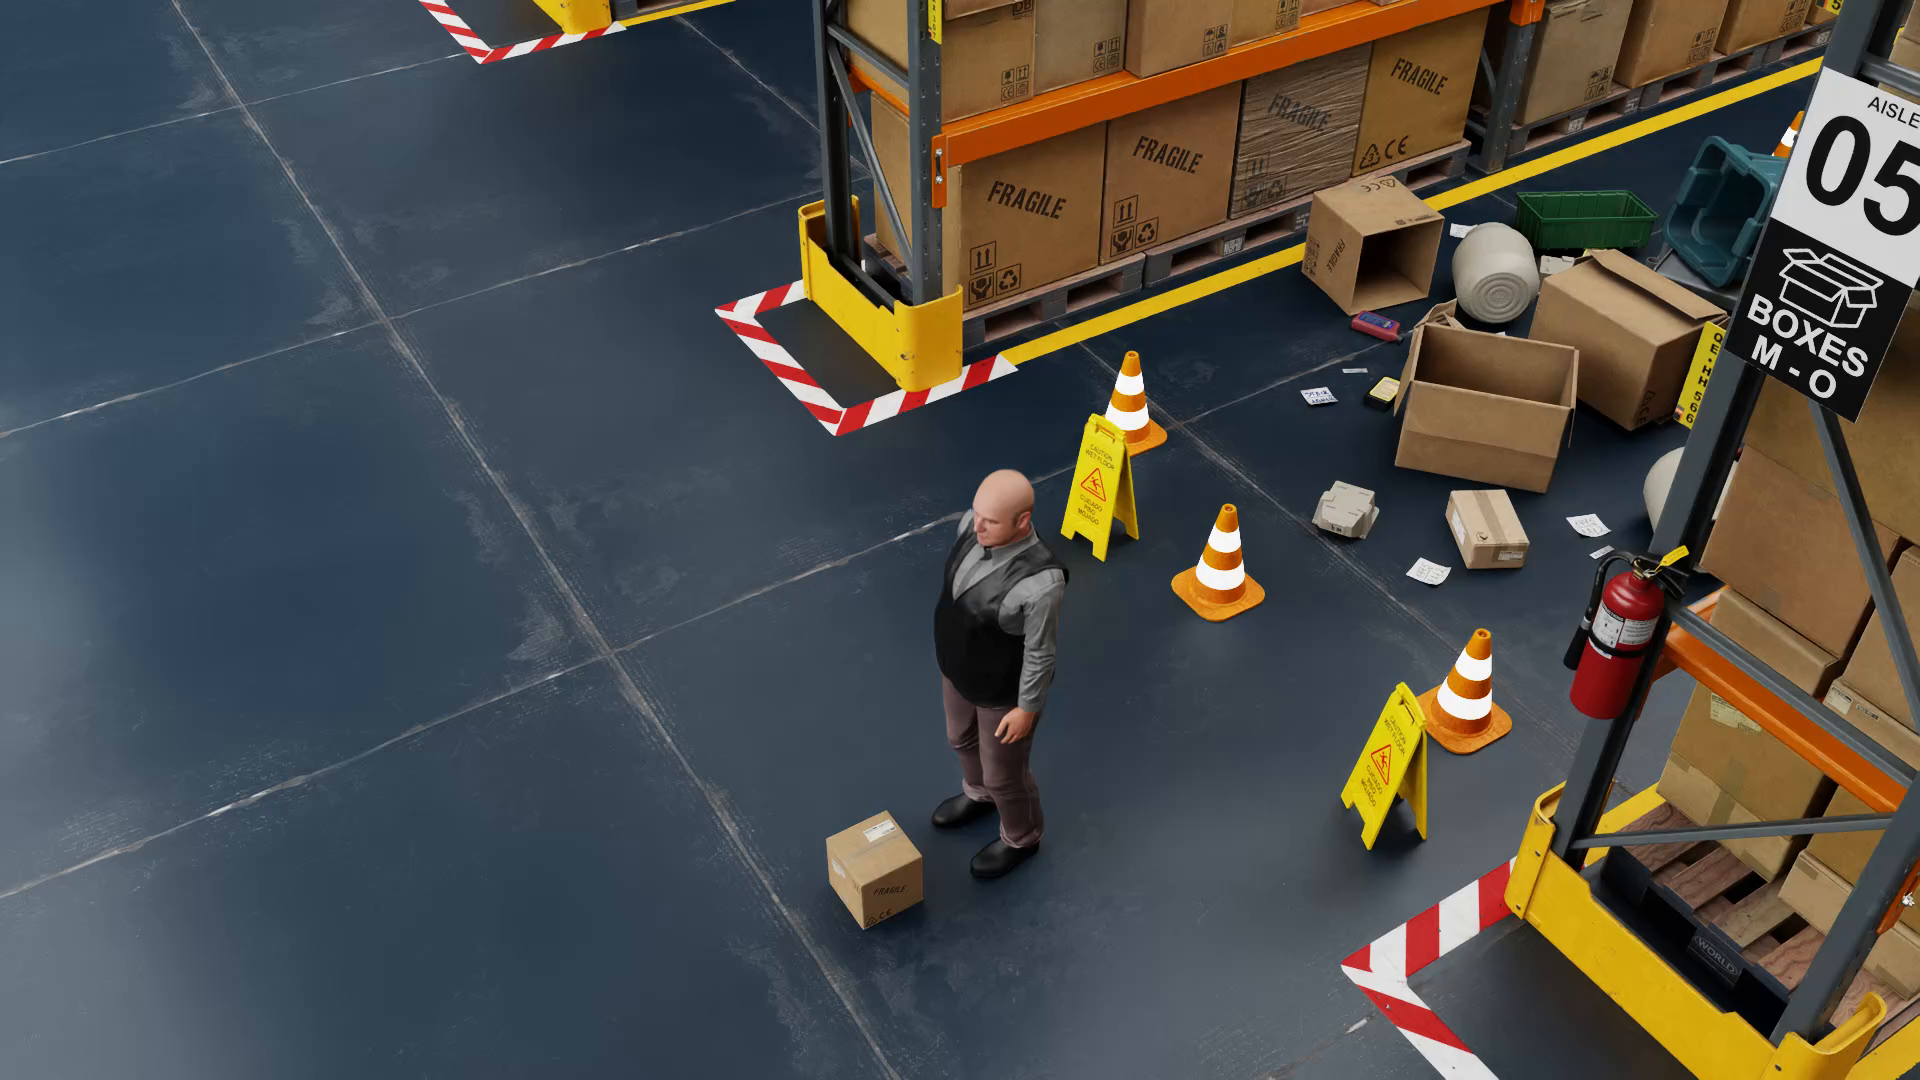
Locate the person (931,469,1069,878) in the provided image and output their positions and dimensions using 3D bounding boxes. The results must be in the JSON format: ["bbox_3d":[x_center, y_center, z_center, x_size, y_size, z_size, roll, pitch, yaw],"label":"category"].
[{"bbox_3d":[0.120,0.461,5.643,0.360,1.716,0.532,-21,45,-23],"label":"person"}]
